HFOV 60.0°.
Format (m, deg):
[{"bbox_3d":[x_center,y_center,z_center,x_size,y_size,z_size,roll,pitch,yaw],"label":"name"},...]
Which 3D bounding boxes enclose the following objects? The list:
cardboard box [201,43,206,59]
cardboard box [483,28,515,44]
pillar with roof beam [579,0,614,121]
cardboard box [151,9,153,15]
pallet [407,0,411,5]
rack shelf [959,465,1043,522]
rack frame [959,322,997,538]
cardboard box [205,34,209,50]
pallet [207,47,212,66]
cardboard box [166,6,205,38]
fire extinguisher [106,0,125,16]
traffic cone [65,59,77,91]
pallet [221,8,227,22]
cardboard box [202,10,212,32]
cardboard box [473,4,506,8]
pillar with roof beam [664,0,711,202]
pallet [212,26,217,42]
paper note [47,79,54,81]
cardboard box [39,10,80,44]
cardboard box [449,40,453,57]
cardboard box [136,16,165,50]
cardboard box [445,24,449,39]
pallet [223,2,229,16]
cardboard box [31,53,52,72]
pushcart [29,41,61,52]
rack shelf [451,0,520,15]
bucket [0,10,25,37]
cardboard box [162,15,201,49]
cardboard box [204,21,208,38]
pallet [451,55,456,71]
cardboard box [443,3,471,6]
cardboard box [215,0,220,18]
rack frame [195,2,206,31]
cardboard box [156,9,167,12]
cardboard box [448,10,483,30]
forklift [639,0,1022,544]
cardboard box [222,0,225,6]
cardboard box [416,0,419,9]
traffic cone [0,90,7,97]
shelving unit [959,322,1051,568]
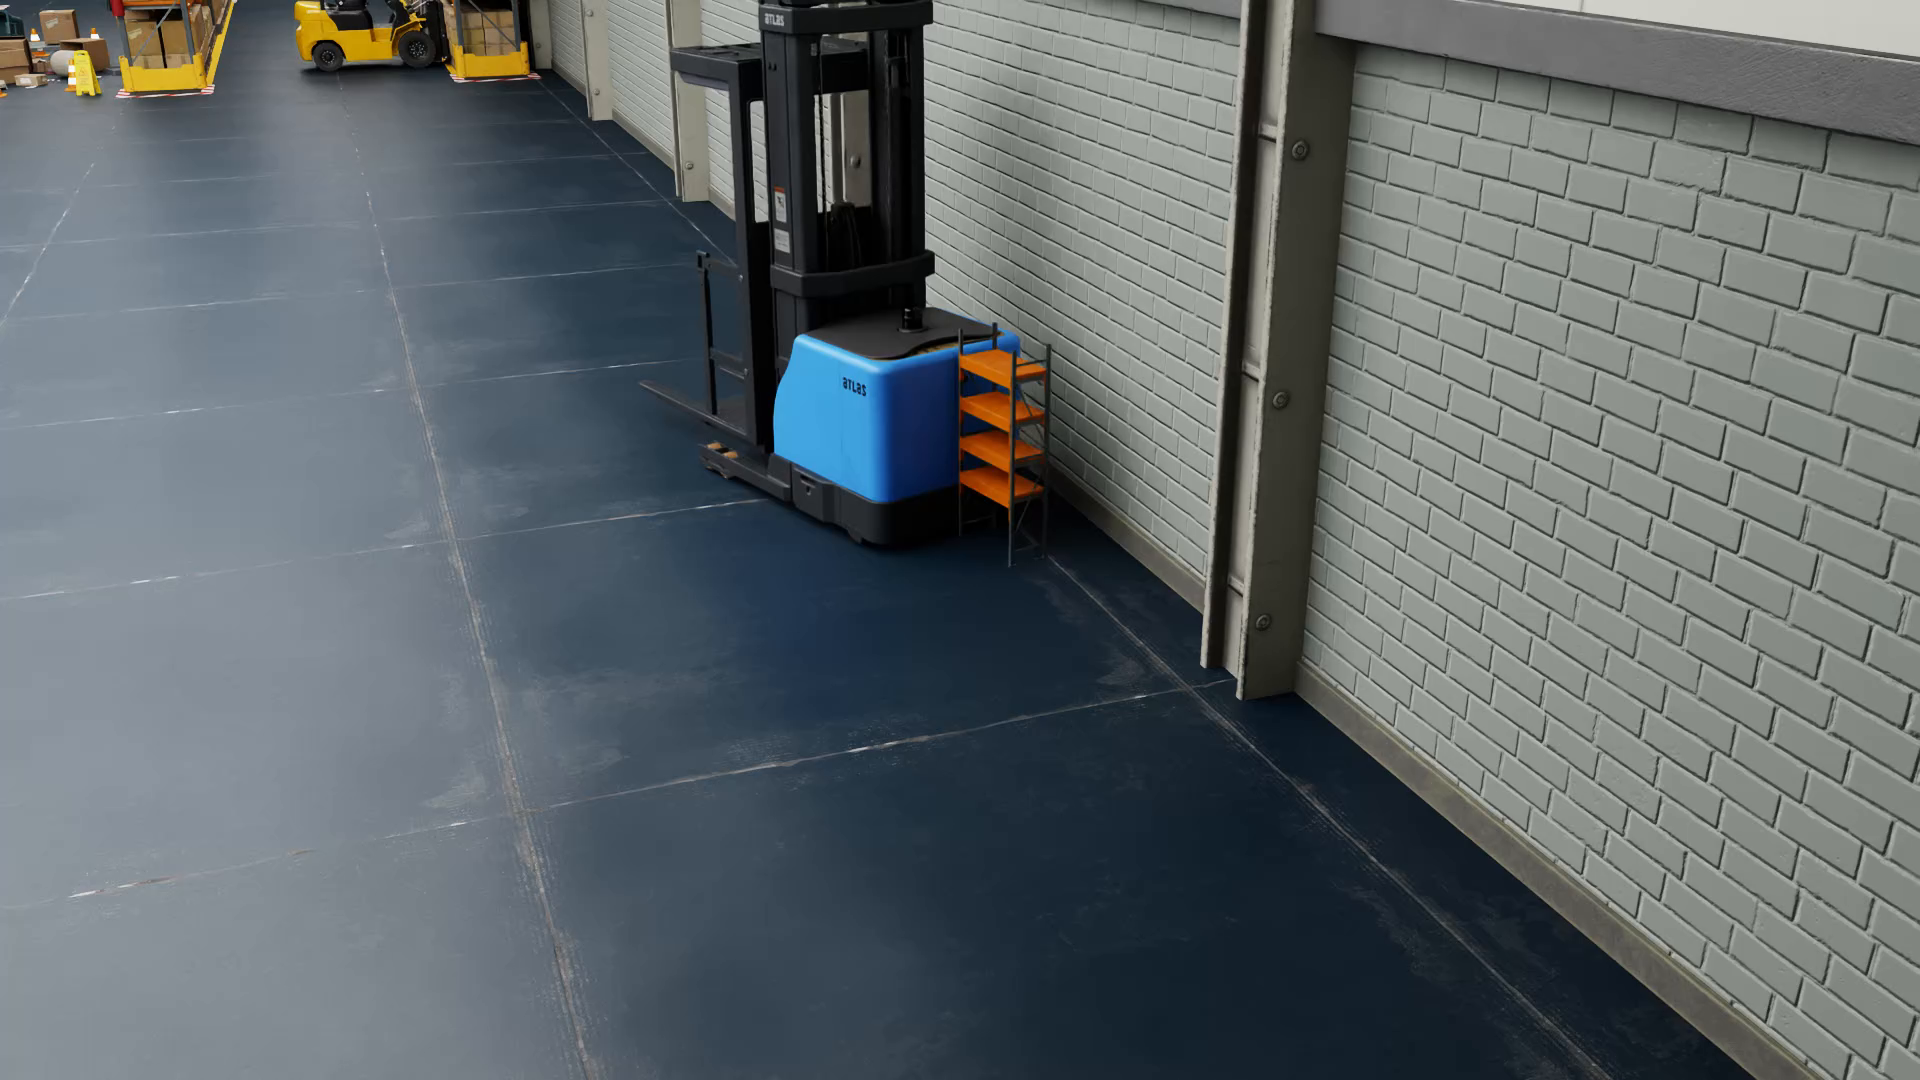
[{"bbox_3d":[-12.775,-8.049,27.485,0.500,0.250,0.500,-7,24,-15],"label":"cardboard box"},{"bbox_3d":[-7.700,-8.447,27.786,0.500,0.250,0.500,-8,24,-18],"label":"cardboard box"},{"bbox_3d":[-9.039,-9.461,20.112,9.100,9.000,0.400,-8,24,-19],"label":"pillar with roof beam"},{"bbox_3d":[-13.267,-8.547,26.865,0.380,0.149,0.250,-7,24,-17],"label":"cardboard box"},{"bbox_3d":[-12.209,-12.416,38.436,1.003,0.211,1.213,-8,24,-19],"label":"pallet"},{"bbox_3d":[0.231,-0.266,9.020,0.258,0.148,0.480,-14,27,-31],"label":"rack shelf"},{"bbox_3d":[0.097,-0.590,9.104,0.240,1.200,0.015,-14,27,-31],"label":"rack frame"},{"bbox_3d":[-13.323,-8.611,28.817,0.500,0.250,0.500,-7,24,-17],"label":"cardboard box"},{"bbox_3d":[-13.513,-8.338,28.761,1.003,0.211,1.213,-8,24,-19],"label":"pallet"},{"bbox_3d":[-13.142,-8.771,28.233,0.500,0.500,0.500,-8,24,-18],"label":"cardboard box"},{"bbox_3d":[-12.761,-8.268,25.105,0.296,0.674,0.183,-8,24,-19],"label":"fire extinguisher"},{"bbox_3d":[-13.729,-7.219,25.782,0.336,0.463,0.334,-8,24,-19],"label":"traffic cone"},{"bbox_3d":[-16.267,-11.214,35.584,1.003,0.211,1.213,-8,24,-19],"label":"pallet"},{"bbox_3d":[-14.738,-9.824,31.540,0.950,0.372,0.625,-9,24,-20],"label":"cardboard box"},{"bbox_3d":[-8.067,-9.043,28.556,0.500,0.250,0.500,-9,24,-19],"label":"cardboard box"},{"bbox_3d":[-6.919,-7.281,14.939,9.100,9.000,0.400,-8,24,-19],"label":"pillar with roof beam"},{"bbox_3d":[-14.922,-9.746,32.102,1.003,0.211,1.213,-8,24,-19],"label":"pallet"},{"bbox_3d":[-14.726,-7.435,26.865,0.148,0.019,0.142,0,23,-1],"label":"paper note"},{"bbox_3d":[-15.438,-8.804,28.520,0.500,0.500,0.500,-8,24,-19],"label":"cardboard box"},{"bbox_3d":[-8.357,-8.327,28.144,0.500,0.250,0.500,-8,24,-19],"label":"cardboard box"},{"bbox_3d":[-13.085,-8.125,26.700,0.500,0.500,0.500,-7,24,-17],"label":"cardboard box"},{"bbox_3d":[-8.562,-8.750,28.505,0.500,0.250,0.500,-9,24,-20],"label":"cardboard box"},{"bbox_3d":[-16.805,-11.771,36.906,1.003,0.211,1.213,-8,24,-19],"label":"pallet"},{"bbox_3d":[-15.504,-8.012,27.917,0.396,0.266,0.258,12,26,27],"label":"cardboard box"},{"bbox_3d":[-15.899,-8.323,28.511,1.648,0.377,0.936,-18,29,-37],"label":"pushcart"},{"bbox_3d":[-8.435,-9.486,28.821,1.077,0.370,4.000,-8,24,-19],"label":"rack shelf"},{"bbox_3d":[-16.174,-8.605,28.062,0.726,0.611,0.620,0,13,-1],"label":"bucket"},{"bbox_3d":[-12.594,-8.210,26.900,0.500,0.500,0.500,-9,25,-21],"label":"cardboard box"},{"bbox_3d":[-13.971,-9.035,29.667,0.950,0.372,0.625,-8,24,-18],"label":"cardboard box"},{"bbox_3d":[-8.037,-8.078,28.144,1.003,0.211,1.213,-8,24,-19],"label":"pallet"},{"bbox_3d":[-8.728,-9.155,28.820,0.500,0.250,0.500,-9,24,-20],"label":"cardboard box"},{"bbox_3d":[-15.674,-11.117,33.959,0.875,0.875,0.875,-8,24,-18],"label":"cardboard box"},{"bbox_3d":[-13.784,-9.862,28.787,1.000,3.000,0.127,-8,24,-19],"label":"rack frame"},{"bbox_3d":[-13.628,-8.690,28.039,0.500,0.500,0.500,-7,24,-17],"label":"cardboard box"},{"bbox_3d":[-8.183,-8.603,27.511,0.500,0.250,0.500,-8,24,-17],"label":"cardboard box"},{"bbox_3d":[-0.959,-1.829,9.816,1.130,2.935,3.031,-17,28,-35],"label":"forklift"},{"bbox_3d":[-16.731,-12.025,36.675,0.875,0.438,0.875,-9,24,-20],"label":"cardboard box"},{"bbox_3d":[-11.460,-11.723,35.879,0.500,0.500,0.500,-9,25,-21],"label":"cardboard box"},{"bbox_3d":[-14.648,-6.943,25.127,0.336,0.463,0.334,-8,24,-19],"label":"traffic cone"},{"bbox_3d":[0.231,-0.511,8.917,0.258,1.200,0.503,-14,27,-31],"label":"shelving unit"}]
